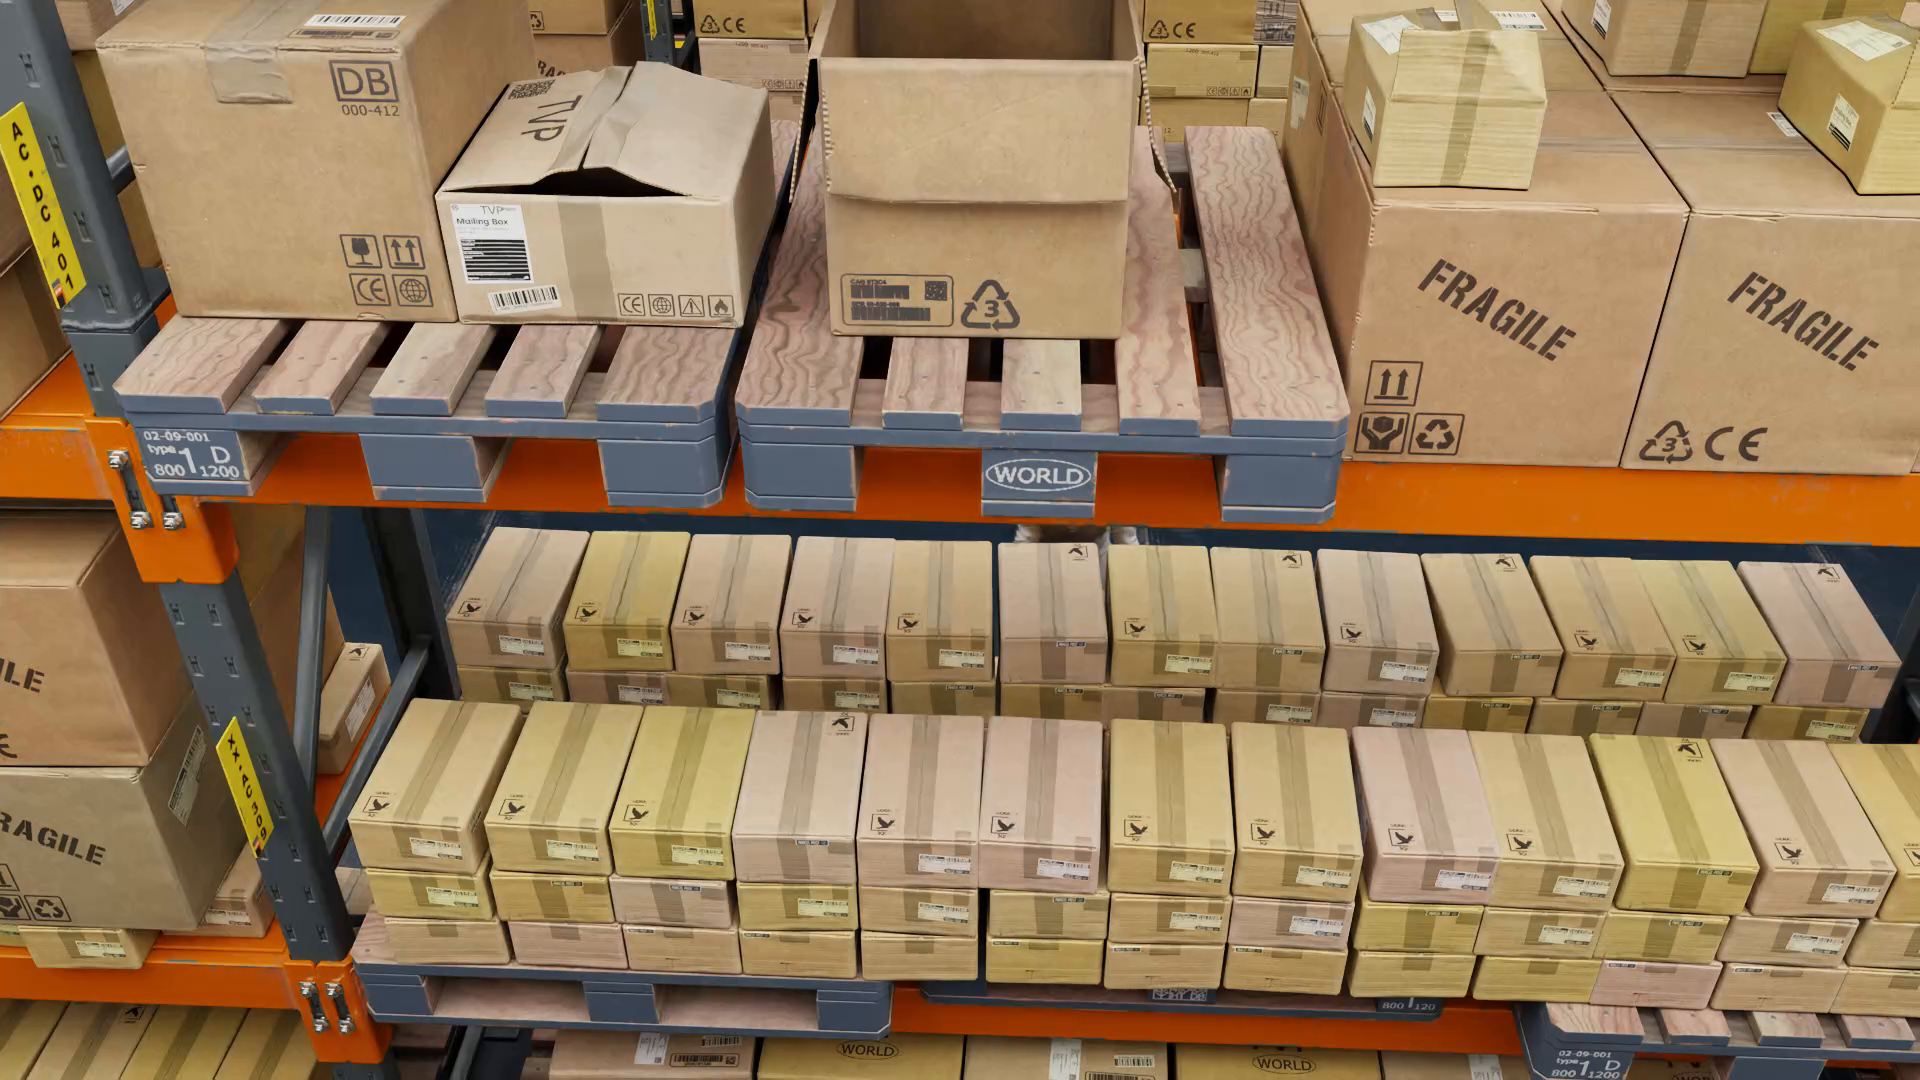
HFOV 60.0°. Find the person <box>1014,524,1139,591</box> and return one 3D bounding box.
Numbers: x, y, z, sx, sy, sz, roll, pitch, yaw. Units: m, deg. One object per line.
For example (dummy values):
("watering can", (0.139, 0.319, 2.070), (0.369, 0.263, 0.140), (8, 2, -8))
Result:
("person", (0.424, 0.131, 6.193), (0.461, 1.351, 0.621), (2, 36, 2))
